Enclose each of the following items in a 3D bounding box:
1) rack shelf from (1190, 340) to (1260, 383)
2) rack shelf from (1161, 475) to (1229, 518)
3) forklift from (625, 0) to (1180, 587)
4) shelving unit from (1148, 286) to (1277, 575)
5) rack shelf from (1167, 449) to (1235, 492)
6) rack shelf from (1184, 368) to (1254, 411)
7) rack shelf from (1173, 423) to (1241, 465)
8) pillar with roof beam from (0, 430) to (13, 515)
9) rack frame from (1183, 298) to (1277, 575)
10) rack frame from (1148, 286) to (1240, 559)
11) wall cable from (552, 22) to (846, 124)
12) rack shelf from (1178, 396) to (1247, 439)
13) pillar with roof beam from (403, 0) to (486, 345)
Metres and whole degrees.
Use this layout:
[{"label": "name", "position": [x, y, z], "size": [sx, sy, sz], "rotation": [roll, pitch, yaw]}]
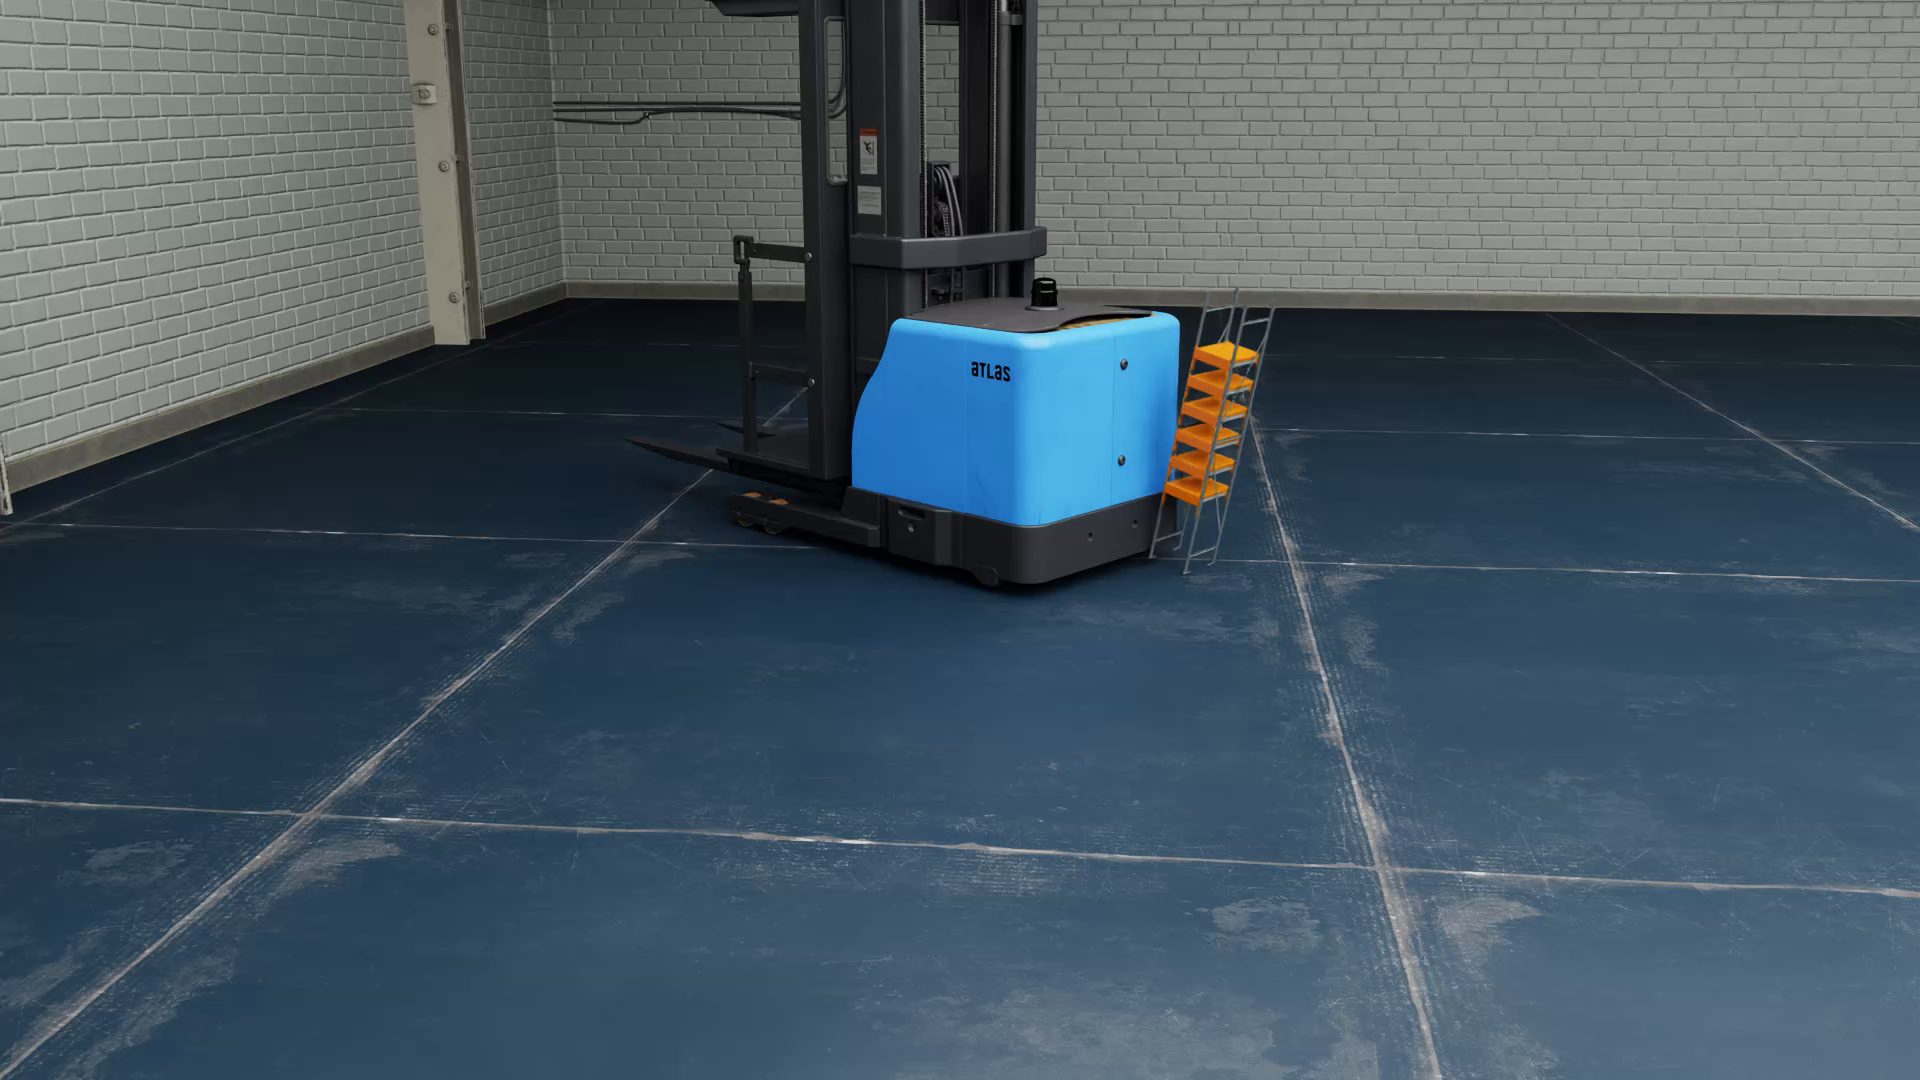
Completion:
[{"label": "rack shelf", "position": [1.106, -0.741, 6.891], "size": [0.180, 0.103, 0.258], "rotation": [27, 28, 35]}, {"label": "rack shelf", "position": [1.014, -0.195, 7.122], "size": [0.180, 0.103, 0.258], "rotation": [27, 28, 35]}, {"label": "forklift", "position": [-0.450, -1.527, 7.696], "size": [3.031, 2.935, 1.130], "rotation": [14, 21, 42]}, {"label": "shelving unit", "position": [1.058, -0.454, 7.012], "size": [0.189, 1.200, 0.258], "rotation": [27, 28, 35]}, {"label": "rack shelf", "position": [1.033, -0.304, 7.076], "size": [0.180, 0.103, 0.258], "rotation": [27, 28, 35]}, {"label": "rack shelf", "position": [1.088, -0.632, 6.937], "size": [0.180, 0.103, 0.258], "rotation": [27, 28, 35]}, {"label": "rack shelf", "position": [1.051, -0.413, 7.030], "size": [0.180, 0.103, 0.258], "rotation": [27, 28, 35]}, {"label": "pillar with roof beam", "position": [-0.543, -4.307, 6.349], "size": [9.100, 9.000, 0.400], "rotation": [2, 15, 6]}, {"label": "rack frame", "position": [1.125, -0.420, 6.960], "size": [0.006, 1.200, 0.240], "rotation": [27, 28, 35]}, {"label": "rack frame", "position": [0.991, -0.487, 7.065], "size": [0.006, 1.200, 0.240], "rotation": [27, 28, 35]}, {"label": "wall cable", "position": [-2.497, -5.216, 15.660], "size": [3.097, 2.526, 0.112], "rotation": [2, 15, 6]}, {"label": "rack shelf", "position": [1.069, -0.522, 6.983], "size": [0.180, 0.103, 0.258], "rotation": [27, 28, 35]}, {"label": "pillar with roof beam", "position": [0.134, -5.863, 12.104], "size": [9.100, 9.000, 0.400], "rotation": [2, 15, 6]}]
